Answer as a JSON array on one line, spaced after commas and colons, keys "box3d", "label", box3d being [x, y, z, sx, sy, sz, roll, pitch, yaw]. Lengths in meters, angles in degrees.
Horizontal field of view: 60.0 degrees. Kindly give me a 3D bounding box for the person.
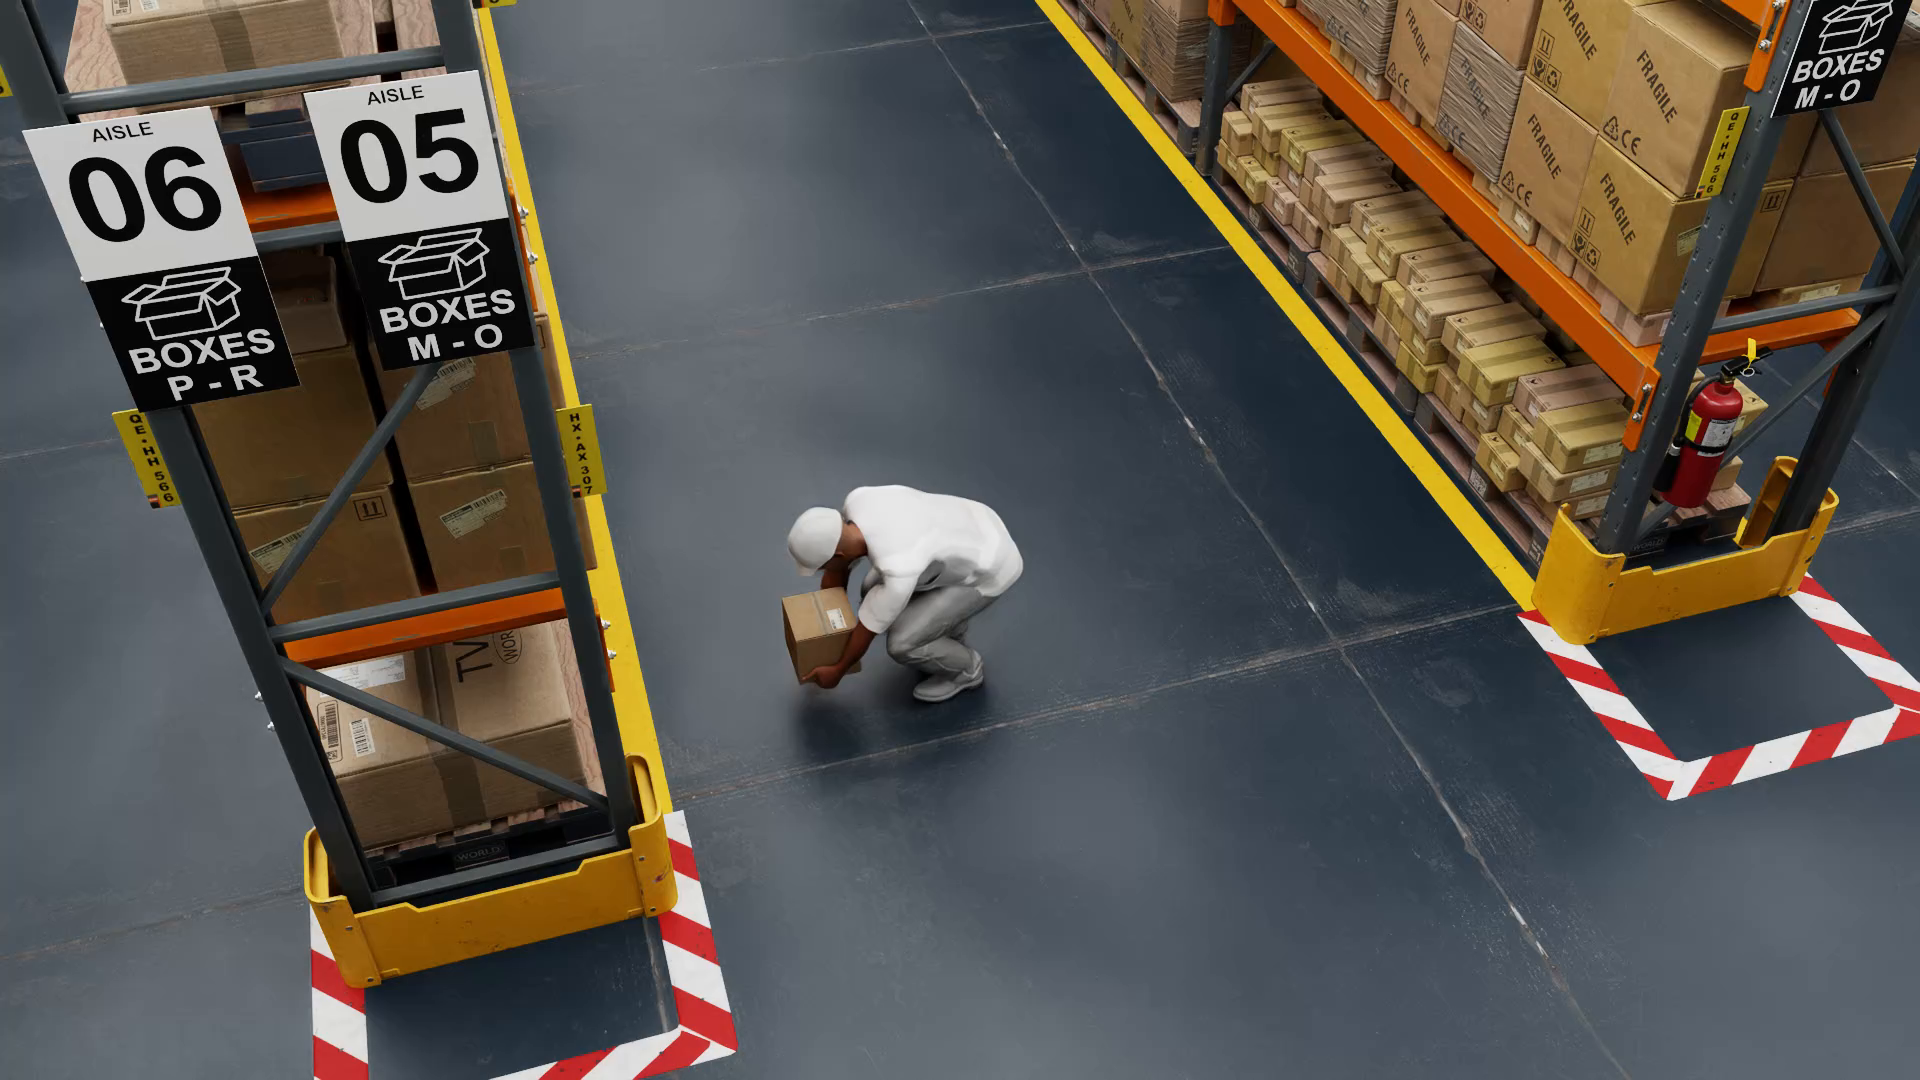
[{"box3d": [-0.211, 0.192, 6.502, 0.922, 1.006, 0.534, -13, 44, -14], "label": "person"}]
